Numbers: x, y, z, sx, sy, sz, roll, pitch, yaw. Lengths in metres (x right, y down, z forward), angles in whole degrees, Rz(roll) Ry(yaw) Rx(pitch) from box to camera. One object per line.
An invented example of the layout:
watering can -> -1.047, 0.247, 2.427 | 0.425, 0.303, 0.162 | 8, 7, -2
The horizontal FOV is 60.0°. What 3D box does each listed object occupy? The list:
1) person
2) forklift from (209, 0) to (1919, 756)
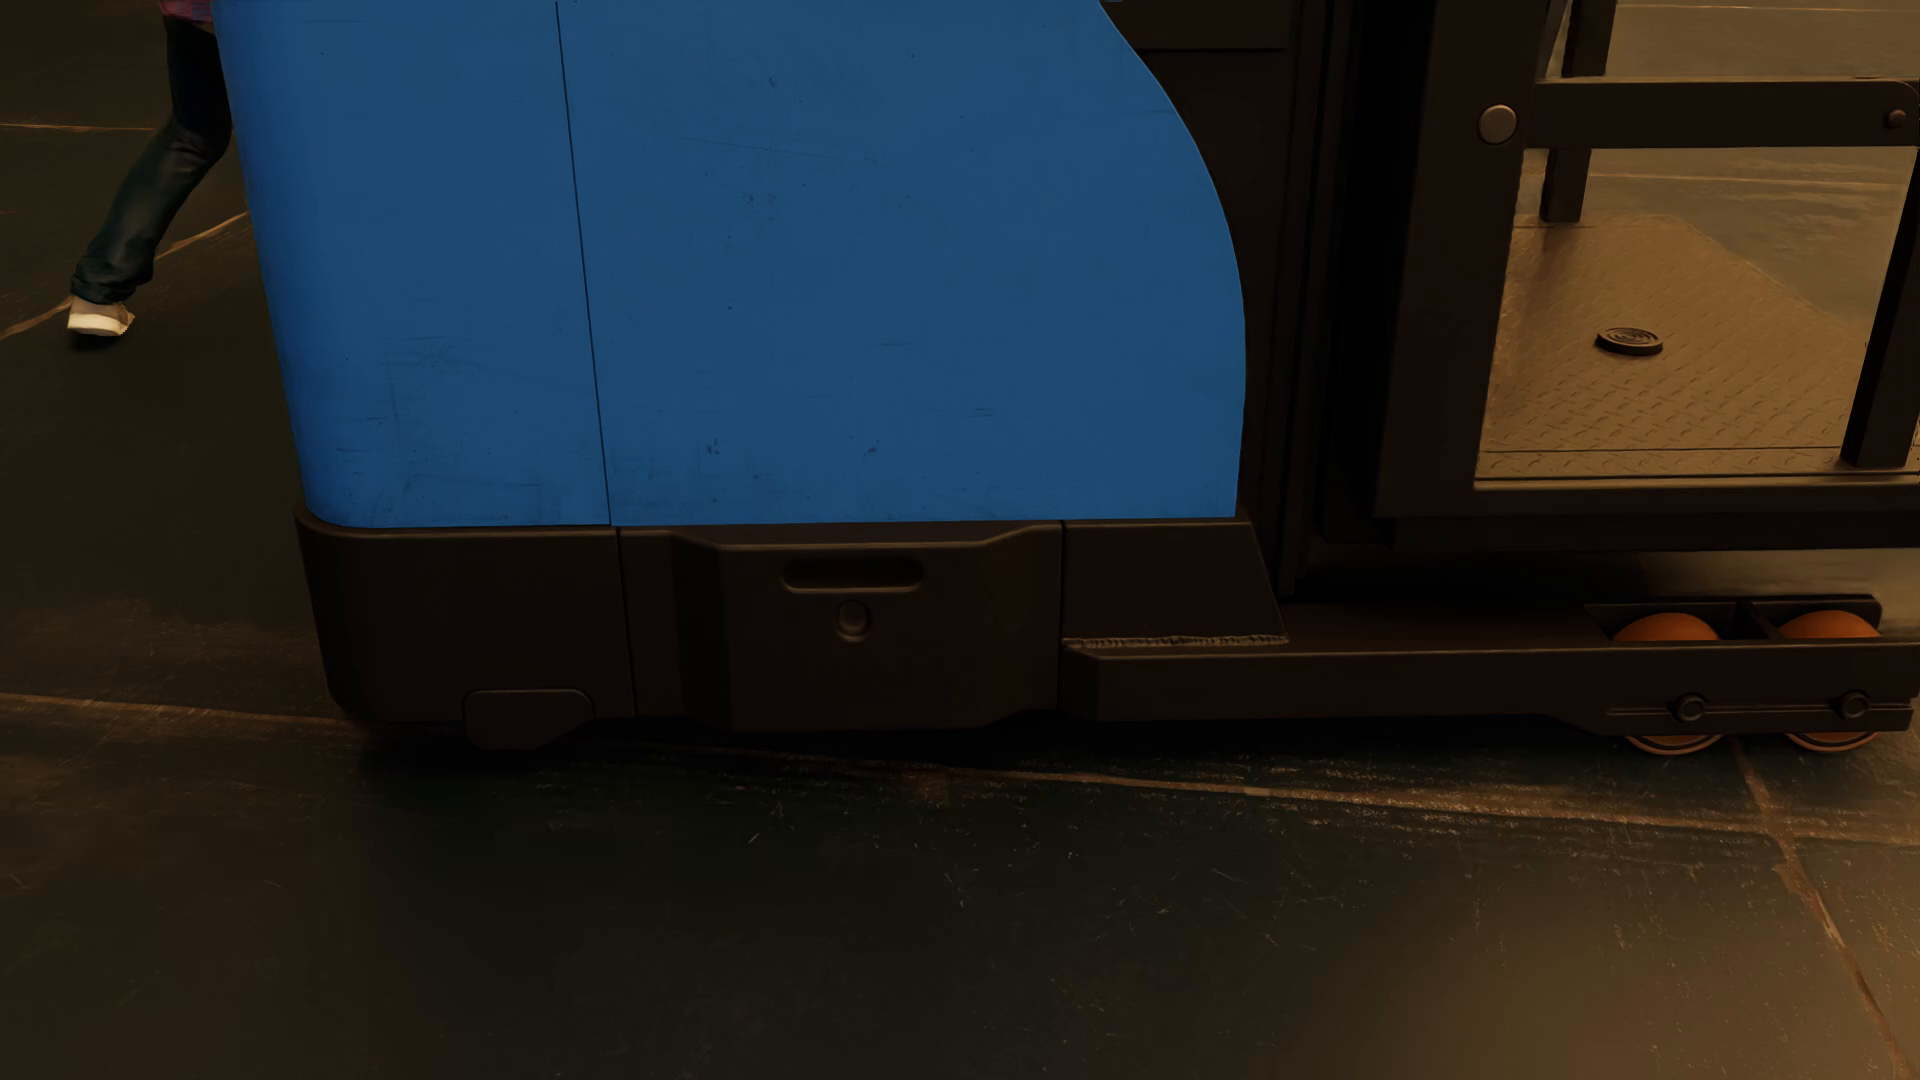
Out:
person -> -1.293, -1.079, 3.122 | 0.871, 1.479, 0.825 | 17, 31, 31
forklift -> 0.743, -1.292, 1.807 | 3.031, 2.935, 1.130 | -1, 27, -2
